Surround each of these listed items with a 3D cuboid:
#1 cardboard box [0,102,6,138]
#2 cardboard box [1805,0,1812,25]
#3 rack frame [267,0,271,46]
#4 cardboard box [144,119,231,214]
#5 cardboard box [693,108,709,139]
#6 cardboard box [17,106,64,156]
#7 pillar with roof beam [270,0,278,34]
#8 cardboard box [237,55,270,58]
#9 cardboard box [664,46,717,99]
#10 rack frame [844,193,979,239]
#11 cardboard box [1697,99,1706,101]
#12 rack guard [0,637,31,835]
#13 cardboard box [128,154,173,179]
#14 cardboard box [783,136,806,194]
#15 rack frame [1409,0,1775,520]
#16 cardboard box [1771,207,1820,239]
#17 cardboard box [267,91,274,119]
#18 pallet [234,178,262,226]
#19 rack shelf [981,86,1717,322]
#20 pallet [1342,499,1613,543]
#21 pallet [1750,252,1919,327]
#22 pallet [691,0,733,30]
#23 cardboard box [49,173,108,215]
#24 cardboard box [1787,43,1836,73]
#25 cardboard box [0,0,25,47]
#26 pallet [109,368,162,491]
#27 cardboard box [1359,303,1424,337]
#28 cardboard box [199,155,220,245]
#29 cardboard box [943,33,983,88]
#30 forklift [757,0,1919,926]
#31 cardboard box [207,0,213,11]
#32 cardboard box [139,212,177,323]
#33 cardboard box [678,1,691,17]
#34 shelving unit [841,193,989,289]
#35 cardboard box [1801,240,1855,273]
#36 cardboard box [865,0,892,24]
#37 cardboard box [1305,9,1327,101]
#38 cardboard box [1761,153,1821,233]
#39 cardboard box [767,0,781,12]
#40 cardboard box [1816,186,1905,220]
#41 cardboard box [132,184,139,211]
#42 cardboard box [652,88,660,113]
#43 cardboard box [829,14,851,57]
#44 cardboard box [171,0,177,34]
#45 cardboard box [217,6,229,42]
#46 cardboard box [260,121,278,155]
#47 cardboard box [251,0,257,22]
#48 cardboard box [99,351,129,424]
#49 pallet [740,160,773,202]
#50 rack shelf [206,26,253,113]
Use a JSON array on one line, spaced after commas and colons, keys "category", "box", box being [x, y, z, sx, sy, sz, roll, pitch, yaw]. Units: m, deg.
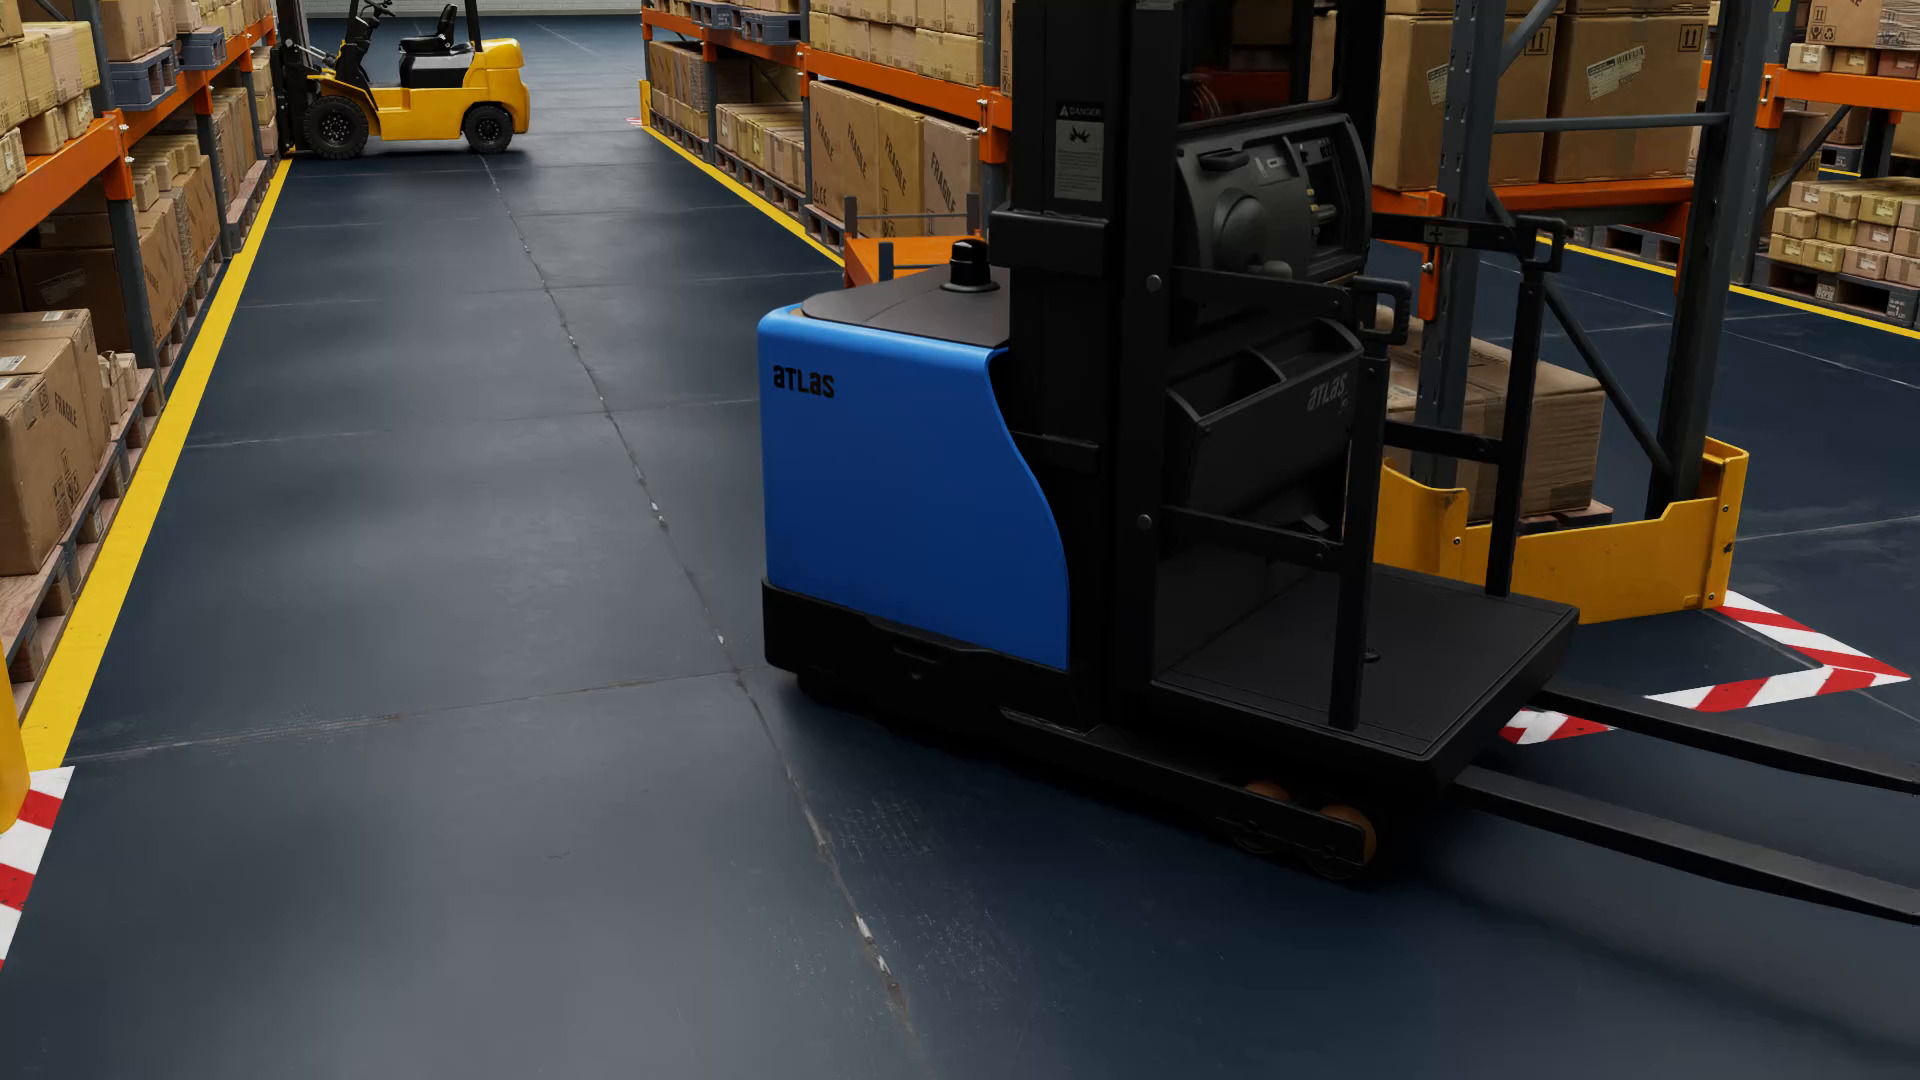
[{"category": "cardboard box", "box": [-3.054, -1.243, 4.721, 0.500, 0.250, 0.500, -7, 21, -18]}, {"category": "cardboard box", "box": [5.495, -3.389, 10.664, 0.380, 0.149, 0.250, -6, 21, -16]}, {"category": "rack frame", "box": [-7.875, -5.809, 17.653, 1.000, 3.000, 0.127, -6, 21, -17]}, {"category": "cardboard box", "box": [-5.544, -2.524, 11.398, 0.875, 0.625, 0.625, -6, 21, -15]}, {"category": "cardboard box", "box": [-2.348, -4.119, 16.394, 0.500, 0.250, 0.500, -5, 20, -15]}, {"category": "cardboard box", "box": [-3.393, -1.437, 5.851, 0.380, 0.149, 0.250, -7, 21, -18]}, {"category": "pillar with roof beam", "box": [-11.968, -16.473, 38.466, 9.100, 9.000, 0.400, -6, 21, -17]}, {"category": "cardboard box", "box": [-6.948, -4.581, 16.202, 0.500, 0.250, 0.500, -7, 21, -18]}, {"category": "cardboard box", "box": [-2.847, -4.970, 17.652, 0.500, 0.500, 0.500, -6, 21, -16]}, {"category": "rack frame", "box": [-0.177, -0.745, 6.326, 0.500, 1.125, 0.032, -3, 20, -9]}, {"category": "cardboard box", "box": [4.968, -3.020, 11.853, 0.500, 0.250, 0.500, -6, 20, -15]}, {"category": "rack guard", "box": [-2.870, 0.477, 3.849, 1.175, 0.500, 0.348, -6, 21, -17]}, {"category": "cardboard box", "box": [-4.690, -2.094, 9.426, 0.380, 0.149, 0.250, -7, 21, -18]}, {"category": "cardboard box", "box": [-0.818, -2.914, 12.858, 0.950, 0.372, 0.625, -8, 21, -21]}, {"category": "rack frame", "box": [1.865, -1.204, 4.830, 1.000, 3.000, 0.127, -6, 21, -17]}, {"category": "cardboard box", "box": [5.085, -1.891, 9.900, 0.380, 0.149, 0.250, -5, 20, -15]}, {"category": "cardboard box", "box": [-6.637, -4.014, 15.362, 0.500, 0.250, 0.500, -6, 21, -17]}, {"category": "pallet", "box": [-5.962, -2.589, 12.812, 1.003, 0.211, 1.213, -6, 21, -17]}, {"category": "rack shelf", "box": [1.236, -1.507, 6.738, 1.077, 0.370, 4.000, -6, 21, -17]}, {"category": "pallet", "box": [1.539, -0.139, 5.993, 1.003, 0.211, 1.213, -6, 21, -17]}, {"category": "pallet", "box": [5.520, -1.521, 9.840, 1.003, 0.211, 1.213, -6, 21, -17]}, {"category": "pallet", "box": [-1.805, -4.703, 14.858, 1.003, 0.211, 1.213, -6, 21, -17]}, {"category": "cardboard box", "box": [-4.021, -1.562, 7.505, 0.380, 0.149, 0.250, -7, 21, -18]}, {"category": "cardboard box", "box": [5.053, -2.802, 9.651, 0.380, 0.149, 0.250, -6, 21, -15]}, {"category": "cardboard box", "box": [-3.205, -1.753, 5.032, 0.500, 0.500, 0.500, -6, 21, -16]}, {"category": "pallet", "box": [-3.888, -0.426, 6.790, 1.003, 0.211, 1.213, -6, 21, -17]}, {"category": "cardboard box", "box": [1.267, -0.689, 6.567, 0.875, 0.438, 0.875, -6, 21, -16]}, {"category": "cardboard box", "box": [-5.024, -2.151, 10.543, 0.500, 0.500, 0.500, -6, 21, -16]}, {"category": "cardboard box", "box": [0.227, -2.534, 8.755, 0.500, 0.250, 0.500, -7, 21, -18]}, {"category": "forklift", "box": [0.929, -0.813, 3.843, 3.031, 2.935, 1.130, 14, 24, 34]}, {"category": "cardboard box", "box": [-5.424, -3.736, 11.363, 0.500, 0.250, 0.500, -6, 21, -15]}, {"category": "cardboard box", "box": [-4.218, -1.329, 8.255, 0.500, 0.500, 0.500, -7, 21, -18]}, {"category": "cardboard box", "box": [-2.620, -5.333, 16.697, 0.380, 0.149, 0.250, -7, 21, -18]}, {"category": "shelving unit", "box": [-0.091, -0.576, 5.855, 0.538, 1.125, 1.048, -3, 20, -9]}, {"category": "cardboard box", "box": [5.168, -1.665, 9.711, 0.380, 0.149, 0.250, -6, 21, -16]}, {"category": "cardboard box", "box": [-0.272, -3.255, 10.024, 0.500, 0.250, 0.500, -6, 21, -16]}, {"category": "cardboard box", "box": [1.319, -1.540, 5.619, 0.500, 0.500, 0.500, -7, 21, -18]}, {"category": "cardboard box", "box": [5.295, -2.332, 11.048, 0.500, 0.500, 0.500, -6, 20, -15]}, {"category": "cardboard box", "box": [-1.251, -4.085, 12.602, 0.380, 0.149, 0.250, -7, 21, -18]}, {"category": "cardboard box", "box": [5.217, -1.954, 9.636, 0.380, 0.149, 0.250, -5, 20, -15]}, {"category": "cardboard box", "box": [-4.315, -1.677, 8.265, 0.380, 0.149, 0.250, -7, 21, -18]}, {"category": "cardboard box", "box": [-3.173, -4.953, 18.716, 0.500, 0.250, 0.500, -7, 21, -18]}, {"category": "cardboard box", "box": [-0.556, -3.354, 11.038, 0.500, 0.250, 0.500, -7, 21, -19]}, {"category": "cardboard box", "box": [-4.672, -2.984, 9.014, 0.797, 0.503, 0.637, -7, 21, -18]}, {"category": "cardboard box", "box": [-5.751, -3.833, 12.373, 0.500, 0.250, 0.500, -6, 21, -15]}, {"category": "cardboard box", "box": [-6.456, -3.620, 15.003, 0.500, 0.250, 0.500, -6, 21, -17]}, {"category": "cardboard box", "box": [-6.849, -5.071, 15.449, 0.500, 0.500, 0.500, -7, 21, -18]}, {"category": "cardboard box", "box": [-3.537, -0.607, 6.593, 0.396, 0.266, 0.258, -6, 21, -15]}, {"category": "pallet", "box": [-1.274, -3.100, 14.236, 1.003, 0.211, 1.213, -6, 21, -17]}, {"category": "rack shelf", "box": [-5.989, -3.545, 12.414, 1.077, 0.370, 4.000, -6, 21, -17]}]
